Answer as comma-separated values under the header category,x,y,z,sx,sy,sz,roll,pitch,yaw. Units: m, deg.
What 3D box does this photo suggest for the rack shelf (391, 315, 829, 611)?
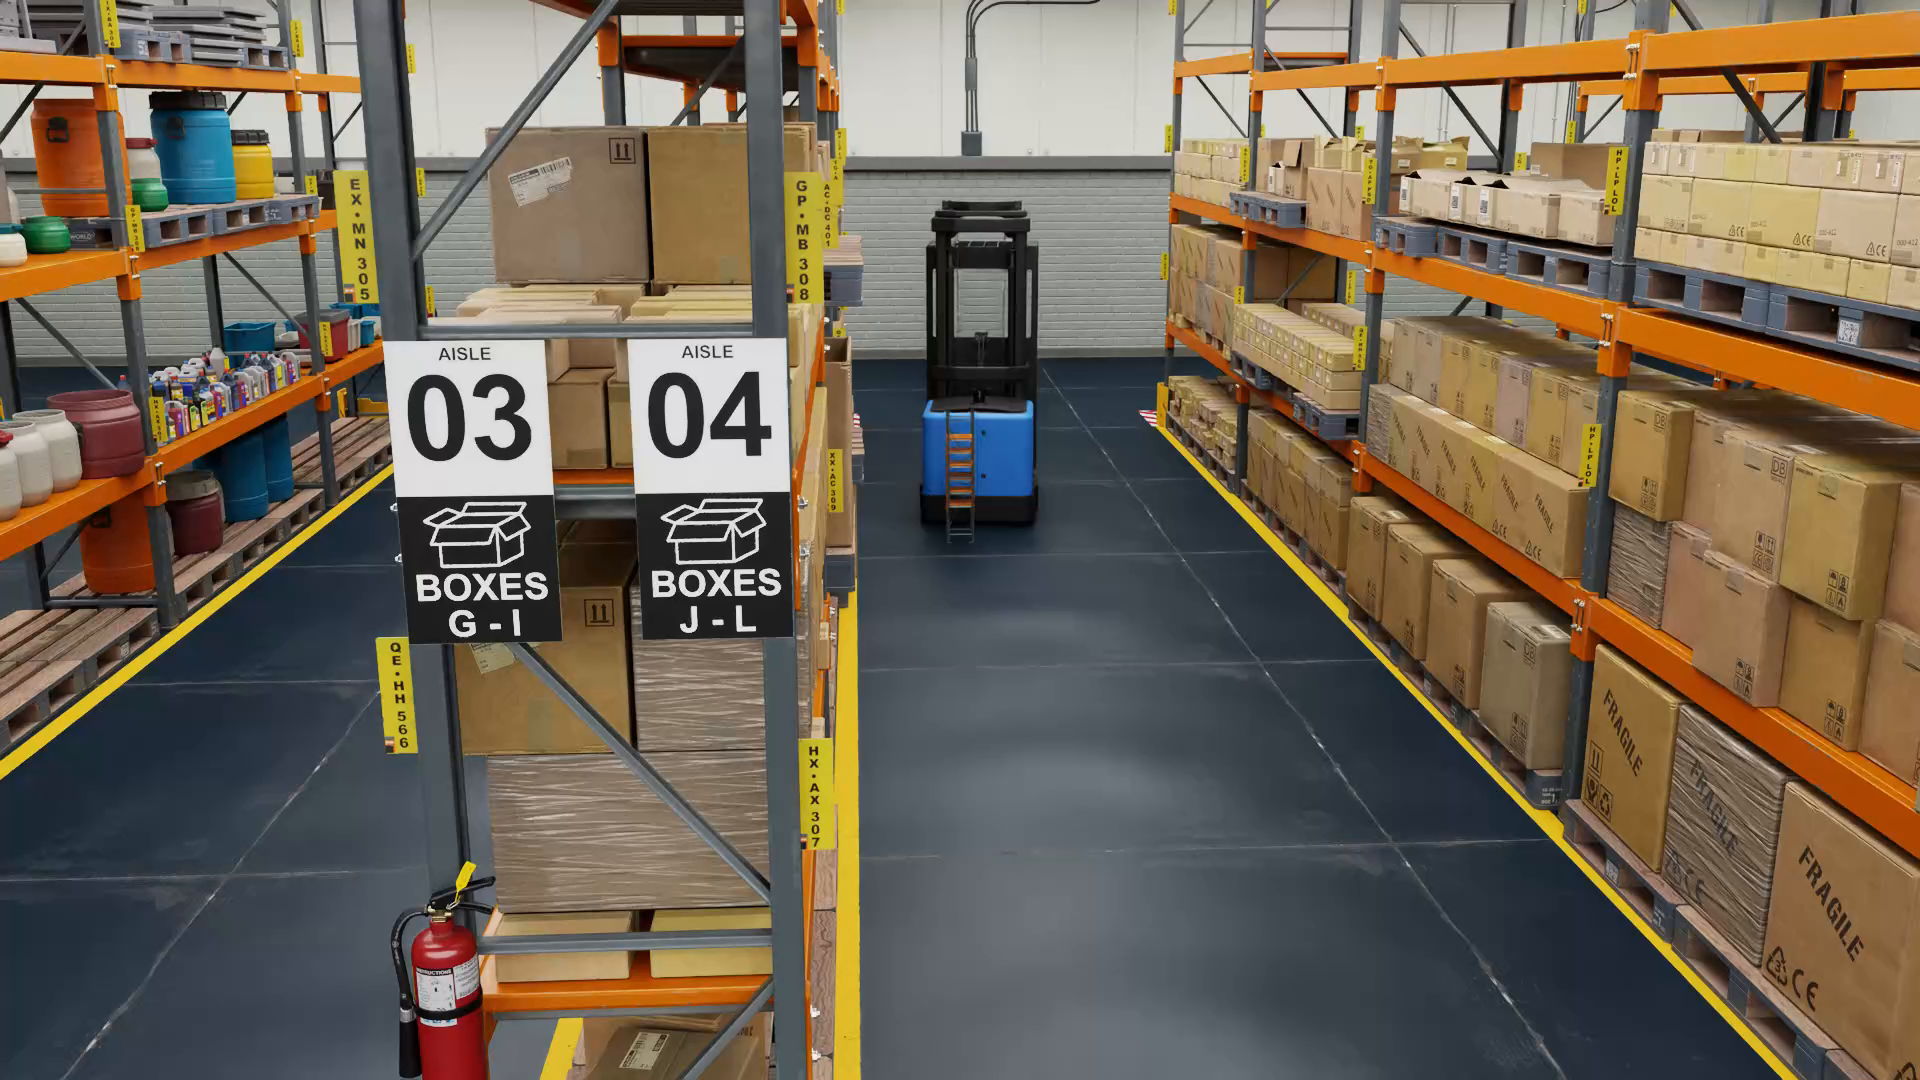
category,x,y,z,sx,sy,sz,roll,pitch,yaw
rack shelf,-1.061,-0.476,6.281,1.077,0.370,4.000,-1,14,-3

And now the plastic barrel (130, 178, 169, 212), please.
category,x,y,z,sx,sy,sz,roll,pitch,yaw
plastic barrel,-6.213,-2.636,12.699,0.294,0.245,0.294,0,14,0

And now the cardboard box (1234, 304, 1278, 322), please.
category,x,y,z,sx,sy,sz,roll,pitch,yaw
cardboard box,2.841,-2.175,15.928,0.380,0.149,0.250,0,14,-1

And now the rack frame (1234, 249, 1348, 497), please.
category,x,y,z,sx,sy,sz,roll,pitch,yaw
rack frame,3.276,-1.910,16.431,1.000,3.000,0.127,-1,14,-3

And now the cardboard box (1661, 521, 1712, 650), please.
category,x,y,z,sx,sy,sz,roll,pitch,yaw
cardboard box,3.863,0.235,7.794,0.875,0.550,0.550,-1,14,-3

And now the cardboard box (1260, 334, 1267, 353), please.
category,x,y,z,sx,sy,sz,roll,pitch,yaw
cardboard box,2.911,-1.771,14.953,0.380,0.149,0.250,0,14,-1

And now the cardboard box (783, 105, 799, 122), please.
category,x,y,z,sx,sy,sz,roll,pitch,yaw
cardboard box,-1.733,-4.209,16.596,0.500,0.250,0.500,-2,15,-7

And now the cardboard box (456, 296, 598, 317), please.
category,x,y,z,sx,sy,sz,roll,pitch,yaw
cardboard box,-1.292,-0.645,4.994,0.380,0.149,0.250,-2,15,-6

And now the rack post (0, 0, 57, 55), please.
category,x,y,z,sx,sy,sz,roll,pitch,yaw
rack post,-6.337,-3.283,9.327,1.013,1.000,3.121,-1,14,-3

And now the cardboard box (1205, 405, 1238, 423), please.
category,x,y,z,sx,sy,sz,roll,pitch,yaw
cardboard box,2.869,-1.362,17.985,0.380,0.149,0.250,-2,15,-6

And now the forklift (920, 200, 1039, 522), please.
category,x,y,z,sx,sy,sz,roll,pitch,yaw
forklift,0.227,-1.901,16.532,1.130,2.935,3.031,1,14,3

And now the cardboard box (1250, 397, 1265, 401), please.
category,x,y,z,sx,sy,sz,roll,pitch,yaw
cardboard box,3.390,-1.499,18.517,0.380,0.149,0.250,-1,14,-3

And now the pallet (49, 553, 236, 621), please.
category,x,y,z,sx,sy,sz,roll,pitch,yaw
pallet,-6.467,0.367,13.175,1.003,0.211,1.213,-1,14,-3

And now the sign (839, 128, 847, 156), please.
category,x,y,z,sx,sy,sz,roll,pitch,yaw
sign,-1.386,-4.702,19.643,0.100,0.325,0.005,-1,14,-3

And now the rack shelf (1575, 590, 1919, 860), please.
category,x,y,z,sx,sy,sz,roll,pitch,yaw
rack shelf,3.895,0.925,6.855,1.077,0.370,4.000,-1,14,-3

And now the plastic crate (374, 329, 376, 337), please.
category,x,y,z,sx,sy,sz,roll,pitch,yaw
plastic crate,-6.559,-2.264,18.215,0.298,0.136,0.250,-1,14,-3

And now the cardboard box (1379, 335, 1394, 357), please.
category,x,y,z,sx,sy,sz,roll,pitch,yaw
cardboard box,3.642,-1.597,13.681,0.380,0.149,0.250,-1,15,-6

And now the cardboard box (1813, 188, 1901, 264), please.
category,x,y,z,sx,sy,sz,roll,pitch,yaw
cardboard box,3.619,-1.194,6.288,0.500,0.250,0.500,-1,14,-3

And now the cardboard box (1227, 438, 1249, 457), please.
category,x,y,z,sx,sy,sz,roll,pitch,yaw
cardboard box,2.939,-0.951,16.982,0.380,0.149,0.250,-1,14,-2

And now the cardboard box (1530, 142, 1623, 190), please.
category,x,y,z,sx,sy,sz,roll,pitch,yaw
cardboard box,3.911,-2.240,10.450,0.500,0.500,0.500,-1,14,-3

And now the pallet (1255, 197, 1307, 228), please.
category,x,y,z,sx,sy,sz,roll,pitch,yaw
pallet,3.275,-2.859,14.475,1.213,0.211,1.003,-1,14,-3

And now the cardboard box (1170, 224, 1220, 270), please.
category,x,y,z,sx,sy,sz,roll,pitch,yaw
cardboard box,2.791,-3.466,19.674,0.500,0.500,0.500,-1,14,-4

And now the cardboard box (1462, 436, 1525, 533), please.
category,x,y,z,sx,sy,sz,roll,pitch,yaw
cardboard box,3.410,-0.346,10.151,0.500,0.500,0.500,-1,14,-3

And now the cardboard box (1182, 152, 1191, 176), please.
category,x,y,z,sx,sy,sz,roll,pitch,yaw
cardboard box,2.829,-4.284,18.936,0.500,0.250,0.500,-1,14,-4

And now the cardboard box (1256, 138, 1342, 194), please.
category,x,y,z,sx,sy,sz,roll,pitch,yaw
cardboard box,3.189,-3.519,15.620,0.700,0.500,0.500,-1,14,-3

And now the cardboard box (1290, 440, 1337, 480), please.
category,x,y,z,sx,sy,sz,roll,pitch,yaw
cardboard box,3.161,-0.690,14.356,0.500,0.250,0.500,-1,14,-2

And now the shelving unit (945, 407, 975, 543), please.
category,x,y,z,sx,sy,sz,roll,pitch,yaw
shelving unit,0.001,-0.577,14.863,0.258,1.200,0.189,-1,14,-3

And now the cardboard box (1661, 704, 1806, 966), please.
category,x,y,z,sx,sy,sz,roll,pitch,yaw
cardboard box,3.800,1.287,7.428,0.875,0.875,0.875,-1,14,-3

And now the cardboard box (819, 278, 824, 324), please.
category,x,y,z,sx,sy,sz,roll,pitch,yaw
cardboard box,-0.897,-1.140,7.718,0.500,0.250,0.500,0,14,-1

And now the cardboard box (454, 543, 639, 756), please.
category,x,y,z,sx,sy,sz,roll,pitch,yaw
cardboard box,-1.218,0.316,4.975,0.500,0.500,0.500,-1,14,-3

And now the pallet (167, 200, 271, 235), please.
category,x,y,z,sx,sy,sz,roll,pitch,yaw
pallet,-6.405,-2.668,13.736,1.003,0.211,1.213,-1,14,-3

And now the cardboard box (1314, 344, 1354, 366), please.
category,x,y,z,sx,sy,sz,roll,pitch,yaw
cardboard box,3.022,-1.463,13.159,0.380,0.149,0.250,-1,14,-4

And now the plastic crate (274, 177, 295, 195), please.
category,x,y,z,sx,sy,sz,roll,pitch,yaw
plastic crate,-7.043,-3.617,17.281,0.437,0.282,0.530,-1,14,-3

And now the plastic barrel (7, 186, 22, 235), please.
category,x,y,z,sx,sy,sz,roll,pitch,yaw
plastic barrel,-6.663,-2.212,11.361,0.421,0.512,0.421,0,14,0

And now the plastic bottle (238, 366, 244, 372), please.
category,x,y,z,sx,sy,sz,roll,pitch,yaw
plastic bottle,-6.347,-1.404,14.722,0.097,0.271,0.097,0,14,0

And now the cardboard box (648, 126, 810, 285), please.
category,x,y,z,sx,sy,sz,roll,pitch,yaw
cardboard box,-0.760,-1.135,5.598,0.500,0.500,0.500,-1,14,-4

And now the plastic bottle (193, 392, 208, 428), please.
category,x,y,z,sx,sy,sz,roll,pitch,yaw
plastic bottle,-6.087,-1.050,13.322,0.061,0.283,0.133,-1,14,-3

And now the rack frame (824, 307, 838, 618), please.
category,x,y,z,sx,sy,sz,roll,pitch,yaw
rack frame,-1.433,-0.864,12.365,1.000,3.000,0.127,-1,14,-3

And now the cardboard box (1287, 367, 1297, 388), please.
category,x,y,z,sx,sy,sz,roll,pitch,yaw
cardboard box,2.974,-1.368,13.983,0.380,0.149,0.250,-2,15,-6

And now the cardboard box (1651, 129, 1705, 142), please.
category,x,y,z,sx,sy,sz,roll,pitch,yaw
cardboard box,7.937,-4.256,18.284,0.500,0.500,0.500,-1,14,-2

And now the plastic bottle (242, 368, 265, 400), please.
category,x,y,z,sx,sy,sz,roll,pitch,yaw
plastic bottle,-6.215,-1.380,14.617,0.152,0.276,0.135,-1,14,-3

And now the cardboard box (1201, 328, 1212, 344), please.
category,x,y,z,sx,sy,sz,roll,pitch,yaw
cardboard box,2.856,-2.244,18.231,0.380,0.149,0.250,-1,14,-2

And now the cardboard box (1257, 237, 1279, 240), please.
category,x,y,z,sx,sy,sz,roll,pitch,yaw
cardboard box,3.443,-2.957,17.697,0.500,0.500,0.500,-1,14,-3

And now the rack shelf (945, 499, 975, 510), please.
category,x,y,z,sx,sy,sz,roll,pitch,yaw
rack shelf,0.001,-0.302,14.934,0.258,0.103,0.180,-1,14,-3

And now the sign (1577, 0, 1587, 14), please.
category,x,y,z,sx,sy,sz,roll,pitch,yaw
sign,7.408,-6.434,19.781,0.100,0.325,0.005,-1,14,-3

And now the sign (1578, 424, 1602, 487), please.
category,x,y,z,sx,sy,sz,roll,pitch,yaw
sign,3.230,-0.432,8.522,0.100,0.325,0.005,-1,14,-3

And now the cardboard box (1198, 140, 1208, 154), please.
category,x,y,z,sx,sy,sz,roll,pitch,yaw
cardboard box,2.820,-4.314,18.251,0.380,0.149,0.250,0,14,-2

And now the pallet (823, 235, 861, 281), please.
category,x,y,z,sx,sy,sz,roll,pitch,yaw
pallet,-1.185,-1.644,9.754,1.213,0.211,1.003,-1,14,-3

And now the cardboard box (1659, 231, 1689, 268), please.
category,x,y,z,sx,sy,sz,roll,pitch,yaw
cardboard box,3.473,-1.343,7.669,0.380,0.149,0.250,-1,14,-3

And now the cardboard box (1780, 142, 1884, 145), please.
category,x,y,z,sx,sy,sz,roll,pitch,yaw
cardboard box,4.112,-1.804,7.857,0.380,0.149,0.250,-1,14,-4

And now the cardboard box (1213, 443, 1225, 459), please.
category,x,y,z,sx,sy,sz,roll,pitch,yaw
cardboard box,2.898,-0.956,17.600,0.380,0.149,0.250,-1,14,-5

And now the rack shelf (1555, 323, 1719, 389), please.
category,x,y,z,sx,sy,sz,roll,pitch,yaw
rack shelf,8.086,-2.161,18.849,1.077,0.370,4.000,-1,14,-3

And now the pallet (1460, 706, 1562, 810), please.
category,x,y,z,sx,sy,sz,roll,pitch,yaw
pallet,3.648,1.239,9.787,1.003,0.211,1.213,-1,14,-3

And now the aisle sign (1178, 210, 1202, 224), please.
category,x,y,z,sx,sy,sz,roll,pitch,yaw
aisle sign,2.724,-4.178,20.026,0.394,0.787,0.004,-1,14,-3

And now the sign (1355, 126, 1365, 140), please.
category,x,y,z,sx,sy,sz,roll,pitch,yaw
sign,3.829,-3.814,15.981,0.100,0.325,0.005,-1,14,-3
